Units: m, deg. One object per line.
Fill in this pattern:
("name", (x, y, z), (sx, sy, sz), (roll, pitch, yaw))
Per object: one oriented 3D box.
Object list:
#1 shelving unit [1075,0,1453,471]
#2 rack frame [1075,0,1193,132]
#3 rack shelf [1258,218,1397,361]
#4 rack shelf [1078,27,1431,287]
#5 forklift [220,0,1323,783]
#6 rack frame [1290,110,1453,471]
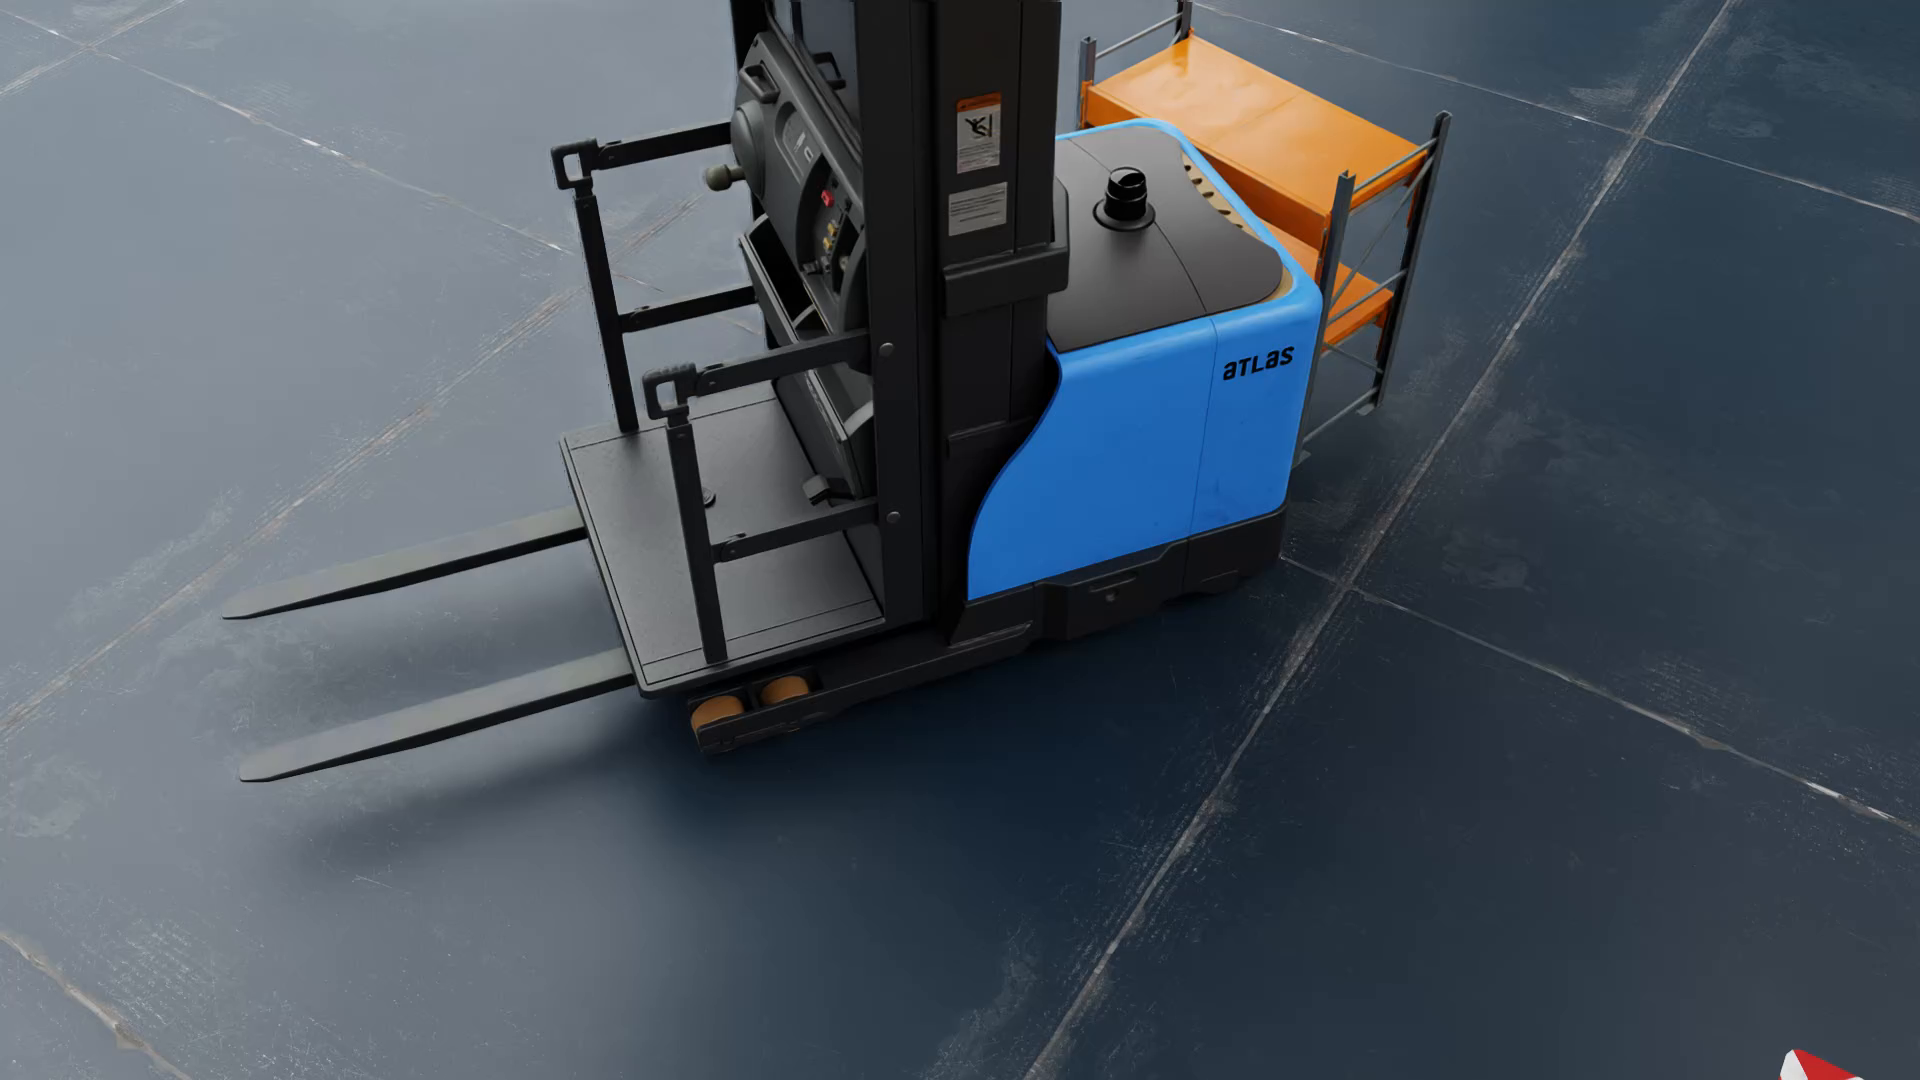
("shelving unit", (0.915, -1.017, 5.454), (0.538, 1.125, 1.048), (-33, 54, -28))
("rack frame", (0.570, -1.285, 5.715), (0.500, 1.125, 0.032), (-33, 54, -28))
("rack shelf", (0.915, -0.847, 5.630), (0.538, 0.278, 1.000), (-33, 54, -28))
("rack shelf", (0.915, -1.221, 5.244), (0.538, 0.278, 1.000), (-33, 54, -28))
("forklift", (-0.586, -0.857, 4.039), (3.031, 2.935, 1.130), (-16, 48, -15))
("rack frame", (1.259, -0.749, 5.194), (0.500, 1.125, 0.032), (-33, 54, -28))
